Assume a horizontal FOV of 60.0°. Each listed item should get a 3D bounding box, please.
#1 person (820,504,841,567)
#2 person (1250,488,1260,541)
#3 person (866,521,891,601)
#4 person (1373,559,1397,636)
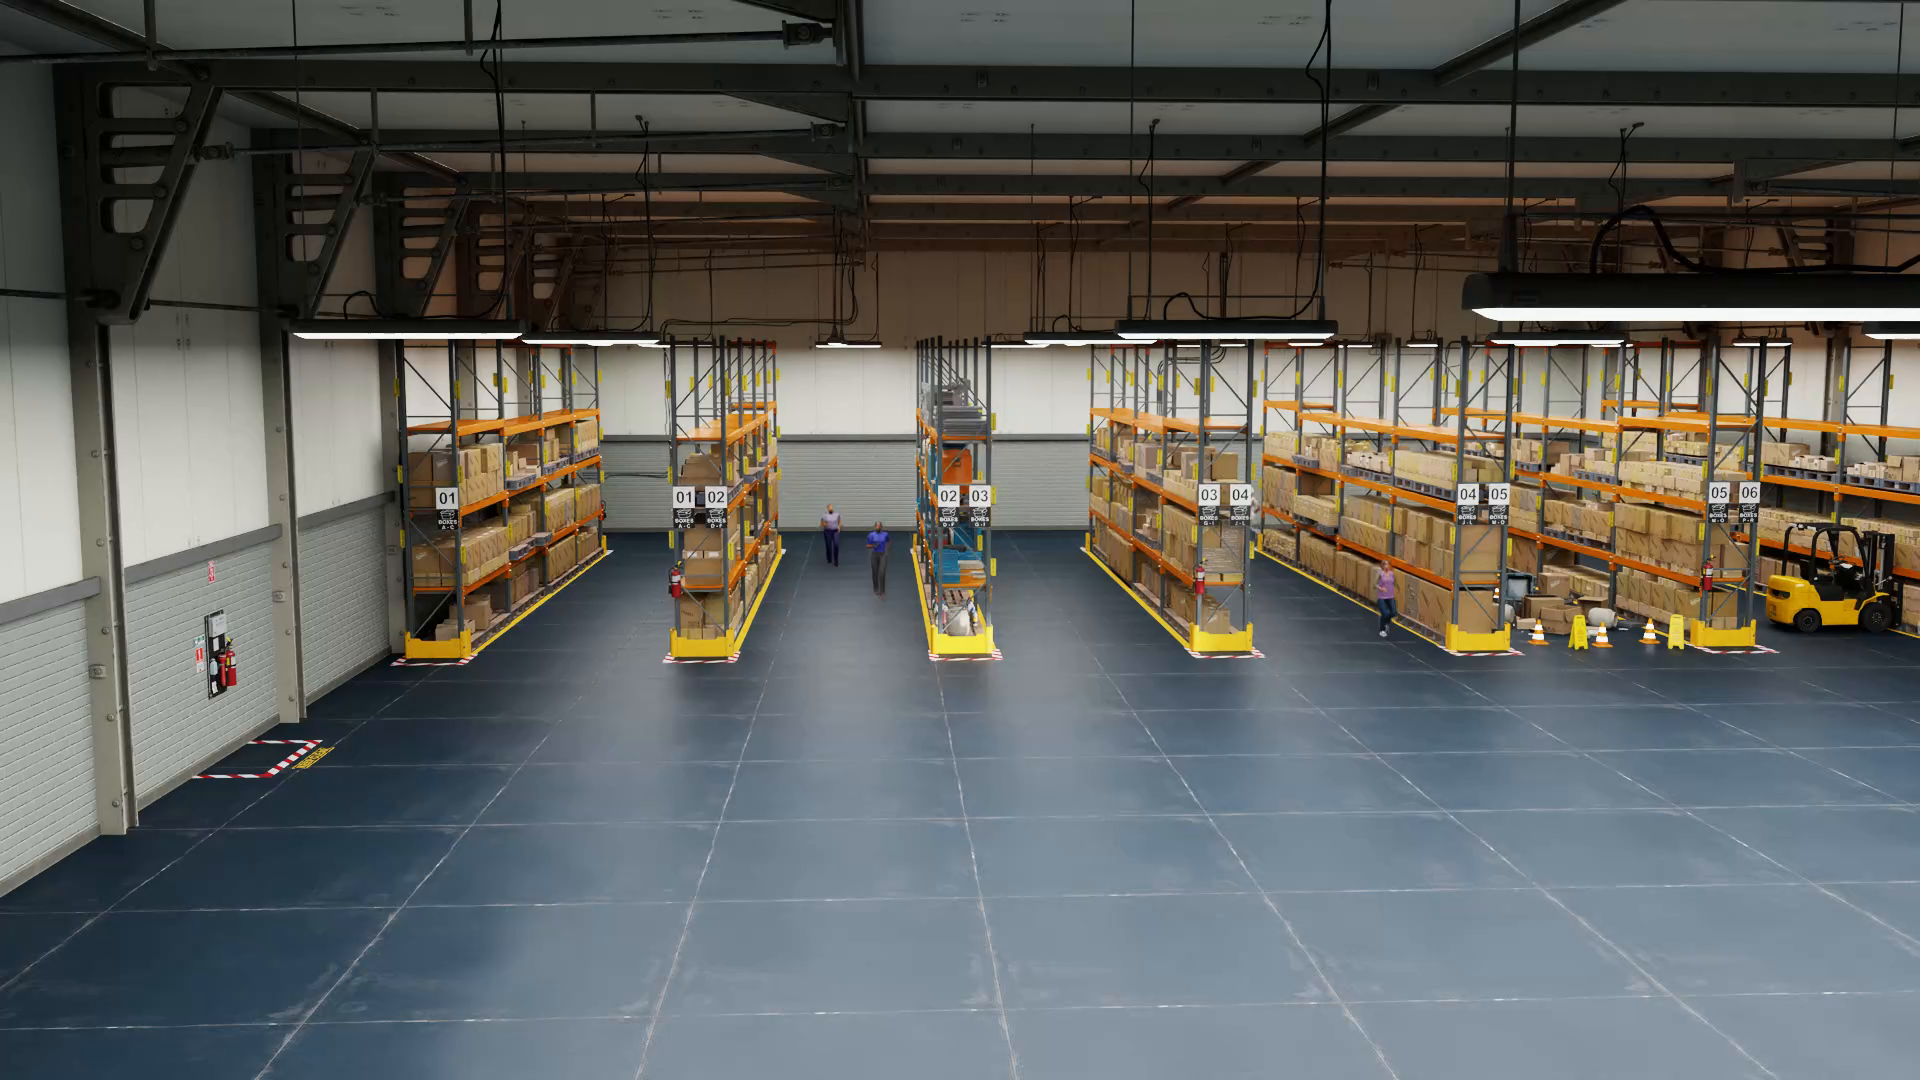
[{"bbox_3d":[-3.441,-0.125,44.455,0.583,1.707,0.746,-1,7,-9],"label":"person"},{"bbox_3d":[8.586,-0.700,49.137,0.920,1.695,0.728,-1,7,-11],"label":"person"},{"bbox_3d":[-1.791,0.450,36.748,0.560,1.731,0.698,-1,7,-6],"label":"person"},{"bbox_3d":[8.549,1.168,33.299,0.526,1.552,0.536,-1,7,-9],"label":"person"}]
